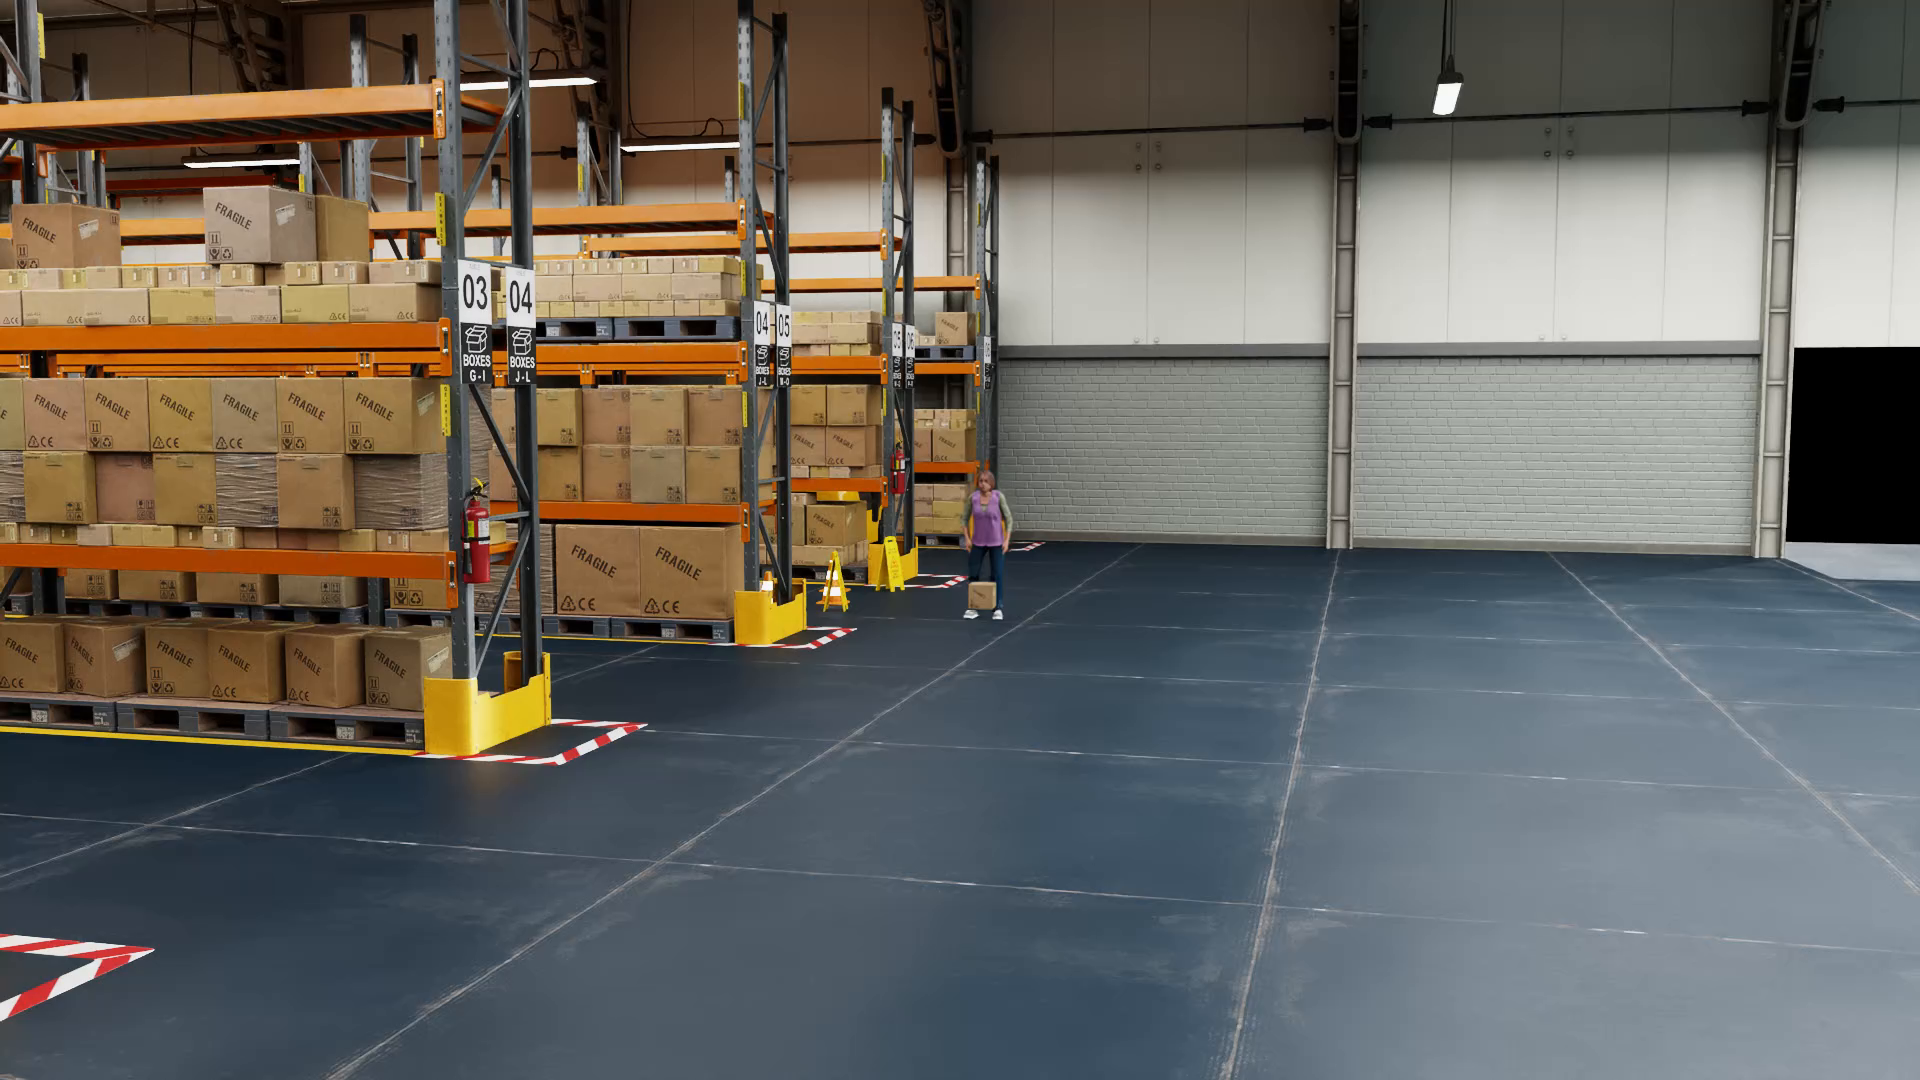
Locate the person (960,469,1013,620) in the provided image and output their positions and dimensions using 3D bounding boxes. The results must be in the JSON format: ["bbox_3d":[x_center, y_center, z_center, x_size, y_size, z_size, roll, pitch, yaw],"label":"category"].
[{"bbox_3d":[0.275,0.050,17.166,0.553,1.567,0.450,1,5,13],"label":"person"}]
